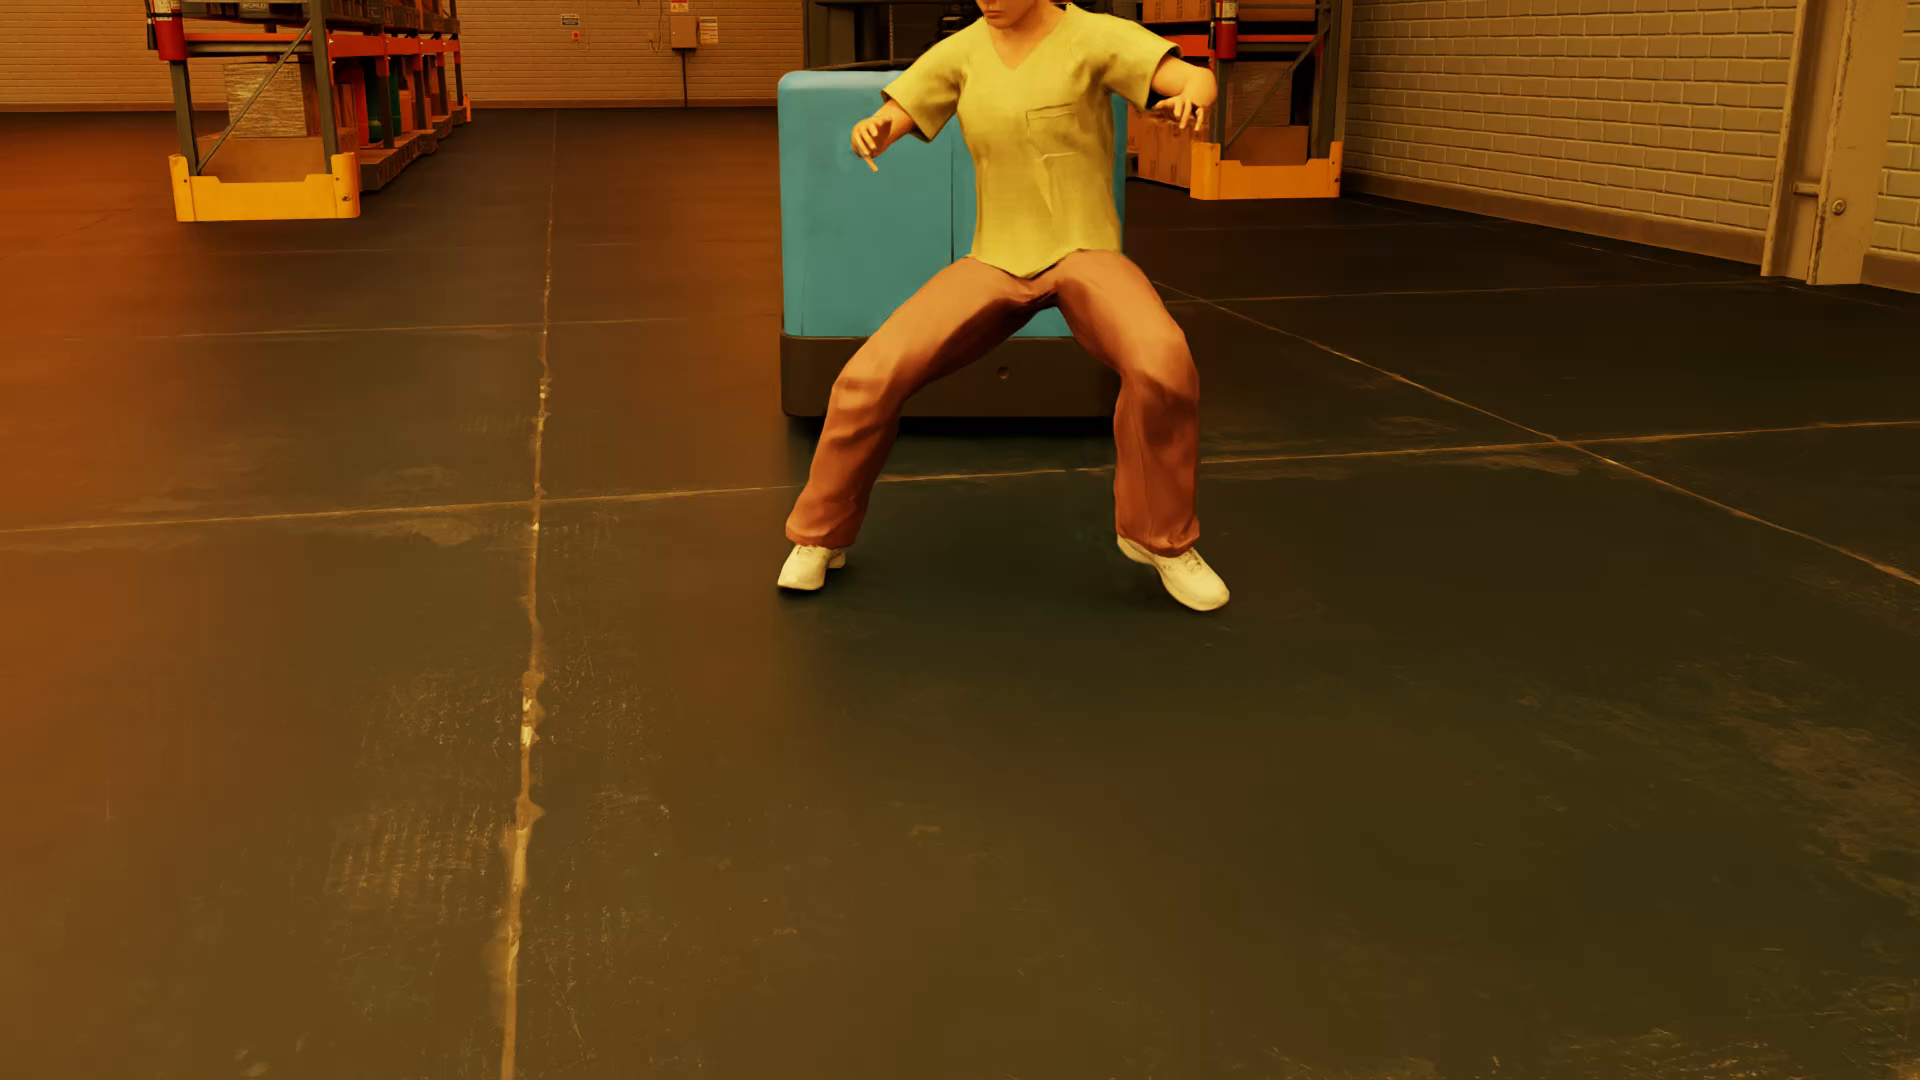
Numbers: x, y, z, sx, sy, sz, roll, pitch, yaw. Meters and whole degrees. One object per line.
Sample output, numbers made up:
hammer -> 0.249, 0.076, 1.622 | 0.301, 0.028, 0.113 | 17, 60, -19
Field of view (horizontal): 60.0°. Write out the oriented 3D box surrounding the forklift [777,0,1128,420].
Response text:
forklift -> -0.009, -2.136, 6.061 | 1.130, 2.935, 3.031 | 0, 17, 0

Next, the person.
person -> 0.098, -0.587, 3.437 | 0.995, 1.453, 0.655 | 8, 18, 25
